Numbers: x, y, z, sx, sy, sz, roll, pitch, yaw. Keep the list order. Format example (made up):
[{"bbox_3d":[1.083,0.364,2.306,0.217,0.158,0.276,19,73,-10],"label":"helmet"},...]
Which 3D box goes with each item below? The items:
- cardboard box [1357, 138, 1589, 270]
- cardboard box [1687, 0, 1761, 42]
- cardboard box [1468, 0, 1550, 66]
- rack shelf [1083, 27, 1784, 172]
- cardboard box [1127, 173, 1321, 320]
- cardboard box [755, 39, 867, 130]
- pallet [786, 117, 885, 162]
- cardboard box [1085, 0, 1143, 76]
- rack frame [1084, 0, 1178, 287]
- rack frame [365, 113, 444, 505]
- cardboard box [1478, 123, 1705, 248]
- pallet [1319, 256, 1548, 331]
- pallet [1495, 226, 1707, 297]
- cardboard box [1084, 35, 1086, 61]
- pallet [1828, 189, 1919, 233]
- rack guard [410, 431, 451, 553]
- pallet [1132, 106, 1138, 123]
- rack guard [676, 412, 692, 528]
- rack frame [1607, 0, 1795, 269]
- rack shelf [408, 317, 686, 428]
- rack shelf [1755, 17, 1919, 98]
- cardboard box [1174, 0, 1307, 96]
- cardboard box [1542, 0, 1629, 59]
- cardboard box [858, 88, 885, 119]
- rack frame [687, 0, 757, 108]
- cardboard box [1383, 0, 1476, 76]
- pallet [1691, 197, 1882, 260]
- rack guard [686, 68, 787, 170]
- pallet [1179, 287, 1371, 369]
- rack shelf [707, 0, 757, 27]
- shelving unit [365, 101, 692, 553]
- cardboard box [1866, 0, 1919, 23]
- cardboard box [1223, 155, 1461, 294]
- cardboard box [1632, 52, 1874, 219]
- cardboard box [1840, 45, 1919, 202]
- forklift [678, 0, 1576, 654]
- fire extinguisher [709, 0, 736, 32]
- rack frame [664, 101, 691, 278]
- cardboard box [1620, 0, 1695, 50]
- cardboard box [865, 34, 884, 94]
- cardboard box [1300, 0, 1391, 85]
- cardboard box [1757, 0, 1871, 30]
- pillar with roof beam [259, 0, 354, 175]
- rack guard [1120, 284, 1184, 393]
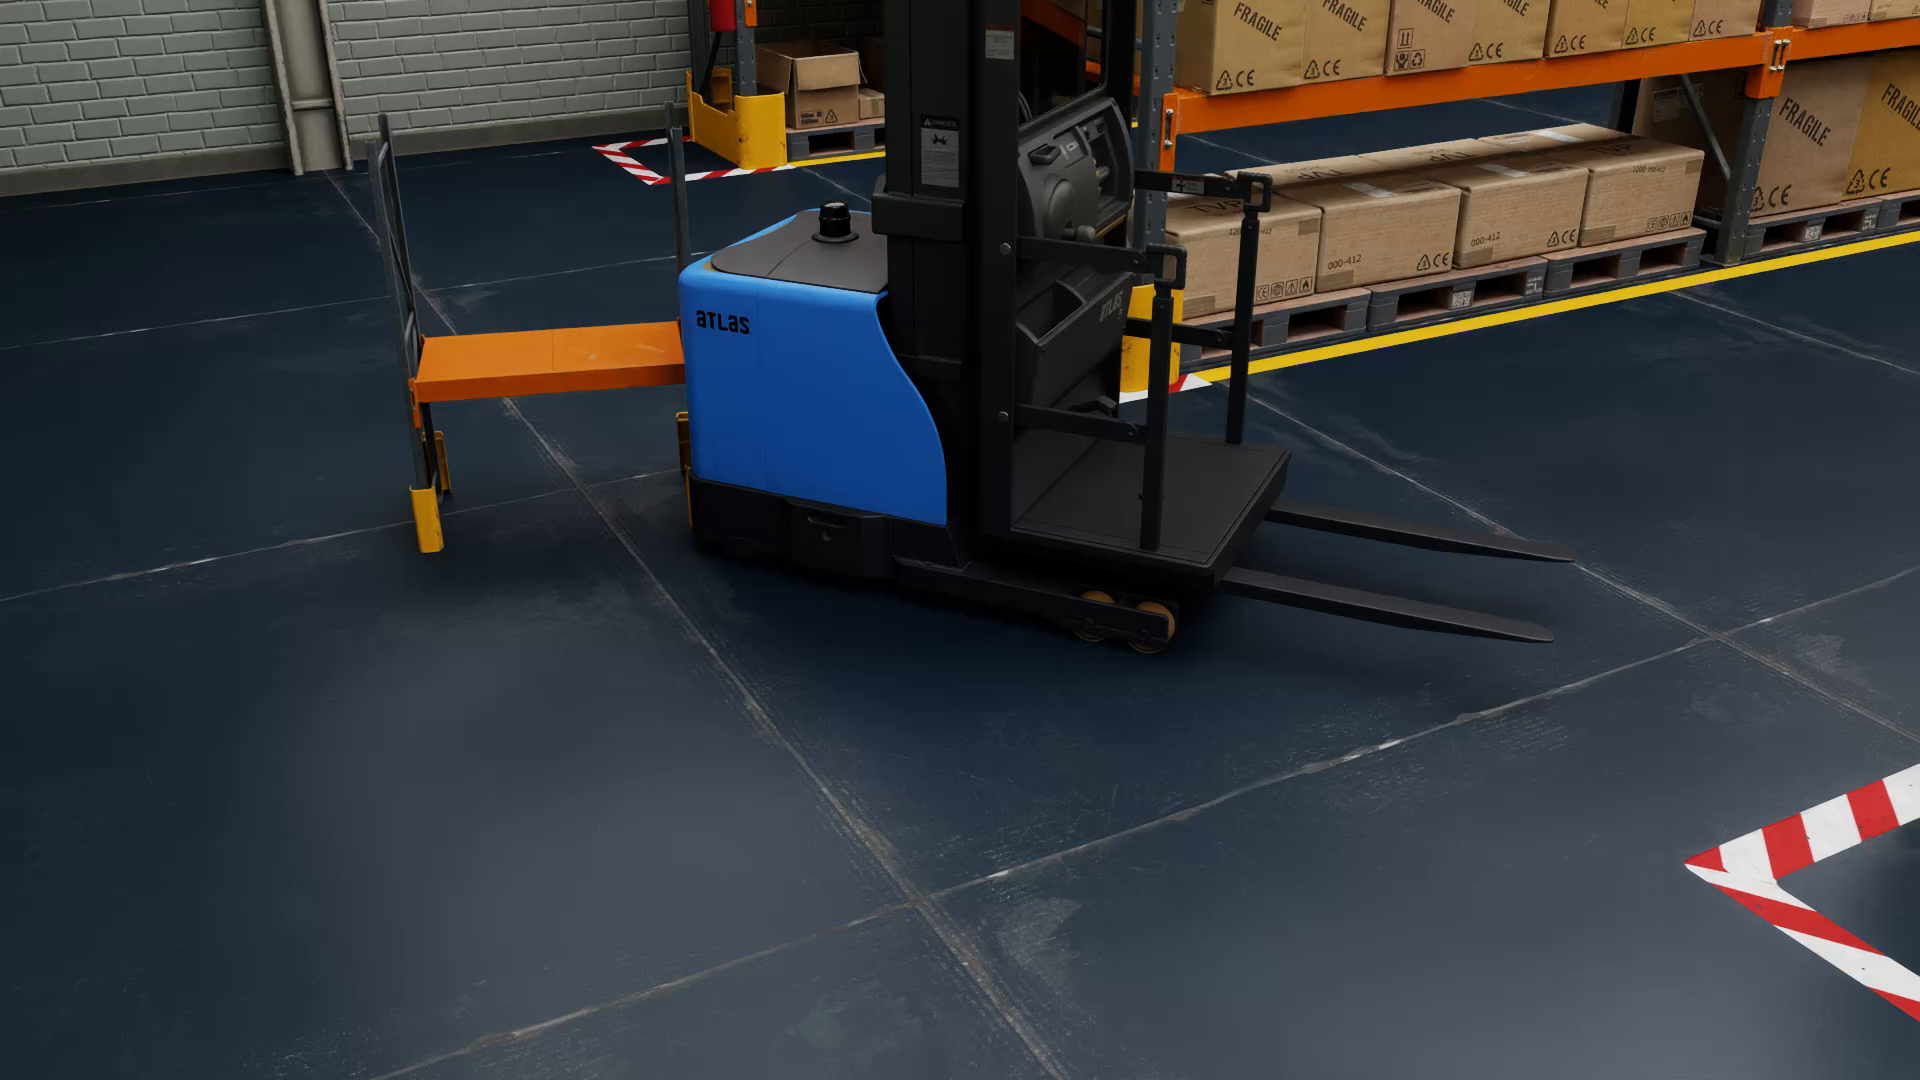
[{"bbox_3d":[2.778,-1.863,9.139,0.875,0.438,0.875,-14,29,-27],"label":"cardboard box"},{"bbox_3d":[3.883,-2.951,8.815,0.500,0.500,0.500,-13,28,-25],"label":"cardboard box"},{"bbox_3d":[2.526,-2.635,8.158,0.500,0.500,0.500,-12,28,-23],"label":"cardboard box"},{"bbox_3d":[2.408,-2.366,8.544,4.000,0.370,1.077,-13,29,-25],"label":"rack shelf"},{"bbox_3d":[1.178,-1.490,8.363,0.875,0.438,0.875,-14,29,-27],"label":"cardboard box"},{"bbox_3d":[-1.112,-3.331,12.120,0.637,0.503,0.797,-14,29,-27],"label":"cardboard box"},{"bbox_3d":[-0.926,-3.099,12.462,1.213,0.211,1.003,-13,29,-25],"label":"pallet"},{"bbox_3d":[0.944,-2.528,7.934,0.500,0.500,0.500,-13,28,-25],"label":"cardboard box"},{"bbox_3d":[0.643,-2.283,7.540,0.127,3.000,1.000,-13,29,-25],"label":"rack frame"},{"bbox_3d":[-2.023,-0.755,6.089,0.032,1.500,0.500,-5,26,-11],"label":"rack frame"},{"bbox_3d":[3.568,-2.045,9.520,0.875,0.438,0.875,-13,29,-26],"label":"cardboard box"},{"bbox_3d":[2.387,-1.466,9.059,1.213,0.211,1.003,-13,29,-25],"label":"pallet"},{"bbox_3d":[3.465,-1.716,9.580,1.213,0.211,1.003,-13,29,-25],"label":"pallet"},{"bbox_3d":[0.577,-3.700,12.893,0.500,0.500,0.700,-14,29,-27],"label":"cardboard box"},{"bbox_3d":[5.896,-2.277,10.749,1.213,0.211,1.003,-13,29,-25],"label":"pallet"},{"bbox_3d":[-2.022,-0.191,6.360,0.087,0.250,0.587,-5,26,-11],"label":"rack guard"},{"bbox_3d":[1.227,-3.596,13.497,1.213,0.211,1.003,-13,29,-25],"label":"pallet"},{"bbox_3d":[-1.049,-0.283,6.551,0.087,0.250,0.587,-5,26,-11],"label":"rack guard"},{"bbox_3d":[4.172,-3.098,9.237,0.127,3.000,1.000,-13,29,-25],"label":"rack frame"},{"bbox_3d":[-1.526,-0.639,6.265,1.000,0.185,0.538,-5,26,-11],"label":"rack shelf"},{"bbox_3d":[5.937,-3.181,10.241,4.000,0.370,1.077,-13,29,-25],"label":"rack shelf"},{"bbox_3d":[1.202,-2.317,7.494,0.500,0.500,0.500,-13,29,-25],"label":"cardboard box"},{"bbox_3d":[2.995,-2.736,8.368,0.500,0.500,0.500,-13,29,-26],"label":"cardboard box"},{"bbox_3d":[-0.719,-3.242,12.346,0.250,0.149,0.380,-14,29,-27],"label":"cardboard box"},{"bbox_3d":[-1.696,-4.178,11.487,0.127,3.000,1.000,-13,29,-25],"label":"rack frame"},{"bbox_3d":[2.092,-2.527,7.932,0.500,0.500,0.500,-13,29,-25],"label":"cardboard box"},{"bbox_3d":[4.818,-2.027,10.228,1.213,0.211,1.003,-13,29,-25],"label":"pallet"},{"bbox_3d":[-1.629,-3.067,12.060,0.348,0.500,1.175,-13,29,-25],"label":"rack guard"},{"bbox_3d":[1.312,-1.219,8.545,1.213,0.211,1.003,-13,29,-25],"label":"pallet"},{"bbox_3d":[0.069,-4.261,12.491,4.000,0.370,1.077,-13,29,-25],"label":"rack shelf"},{"bbox_3d":[-1.535,-0.801,6.185,1.083,1.500,0.587,-5,26,-11],"label":"shelving unit"},{"bbox_3d":[5.141,-3.125,9.467,0.500,0.250,0.500,-14,29,-26],"label":"cardboard box"},{"bbox_3d":[1.982,-1.680,8.758,0.875,0.438,0.875,-12,28,-24],"label":"cardboard box"},{"bbox_3d":[4.682,-2.486,9.933,0.875,0.875,0.875,-12,28,-24],"label":"cardboard box"},{"bbox_3d":[5.475,-2.673,10.322,0.875,0.875,0.875,-12,28,-24],"label":"cardboard box"},{"bbox_3d":[0.572,-1.210,5.384,3.031,2.935,1.130,11,28,22],"label":"forklift"},{"bbox_3d":[-1.608,-3.769,11.154,0.183,0.674,0.296,-13,29,-25],"label":"fire extinguisher"},{"bbox_3d":[-1.030,-0.849,6.285,0.032,1.500,0.500,-5,26,-11],"label":"rack frame"},{"bbox_3d":[3.432,-2.844,8.593,0.500,0.500,0.500,-14,29,-26],"label":"cardboard box"},{"bbox_3d":[-0.339,-3.488,12.453,0.500,0.500,0.700,-12,28,-23],"label":"cardboard box"},{"bbox_3d":[1.635,-2.430,7.731,0.500,0.500,0.500,-13,29,-26],"label":"cardboard box"},{"bbox_3d":[4.685,-3.019,9.246,0.500,0.250,0.500,-14,29,-26],"label":"cardboard box"},{"bbox_3d":[-2.474,-5.034,6.337,0.400,9.000,9.100,-13,29,-25],"label":"pillar with roof beam"},{"bbox_3d":[0.622,-1.152,8.071,0.348,0.500,1.175,-13,29,-25],"label":"rack guard"}]
